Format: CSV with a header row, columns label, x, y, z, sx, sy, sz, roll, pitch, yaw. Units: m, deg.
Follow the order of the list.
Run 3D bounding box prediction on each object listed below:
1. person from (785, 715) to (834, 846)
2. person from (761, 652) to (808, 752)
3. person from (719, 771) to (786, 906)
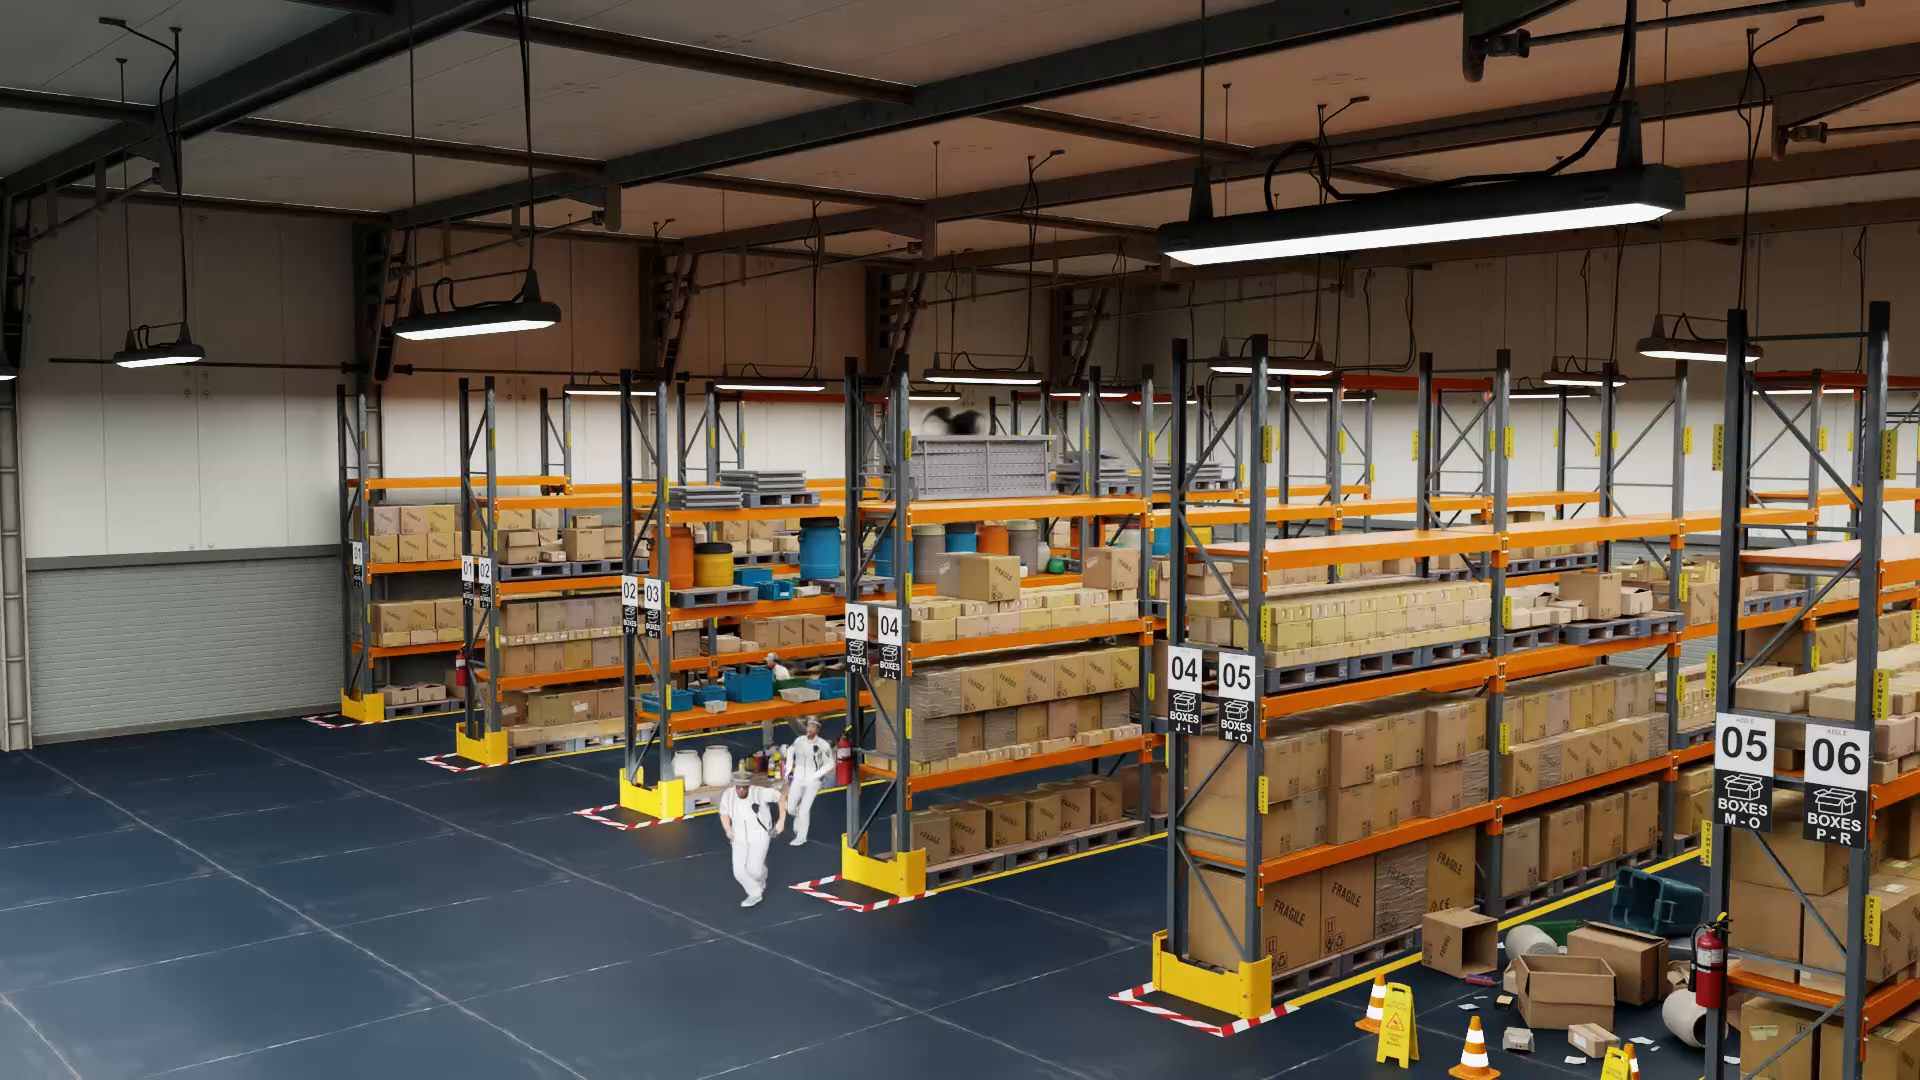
label,x,y,z,sx,sy,sz,roll,pitch,yaw
person,-1.897,2.990,20.771,0.673,1.635,0.507,1,4,15
person,-2.796,2.614,26.639,0.604,1.680,0.943,4,5,43
person,-2.224,3.209,17.858,0.688,1.570,0.854,1,4,9
